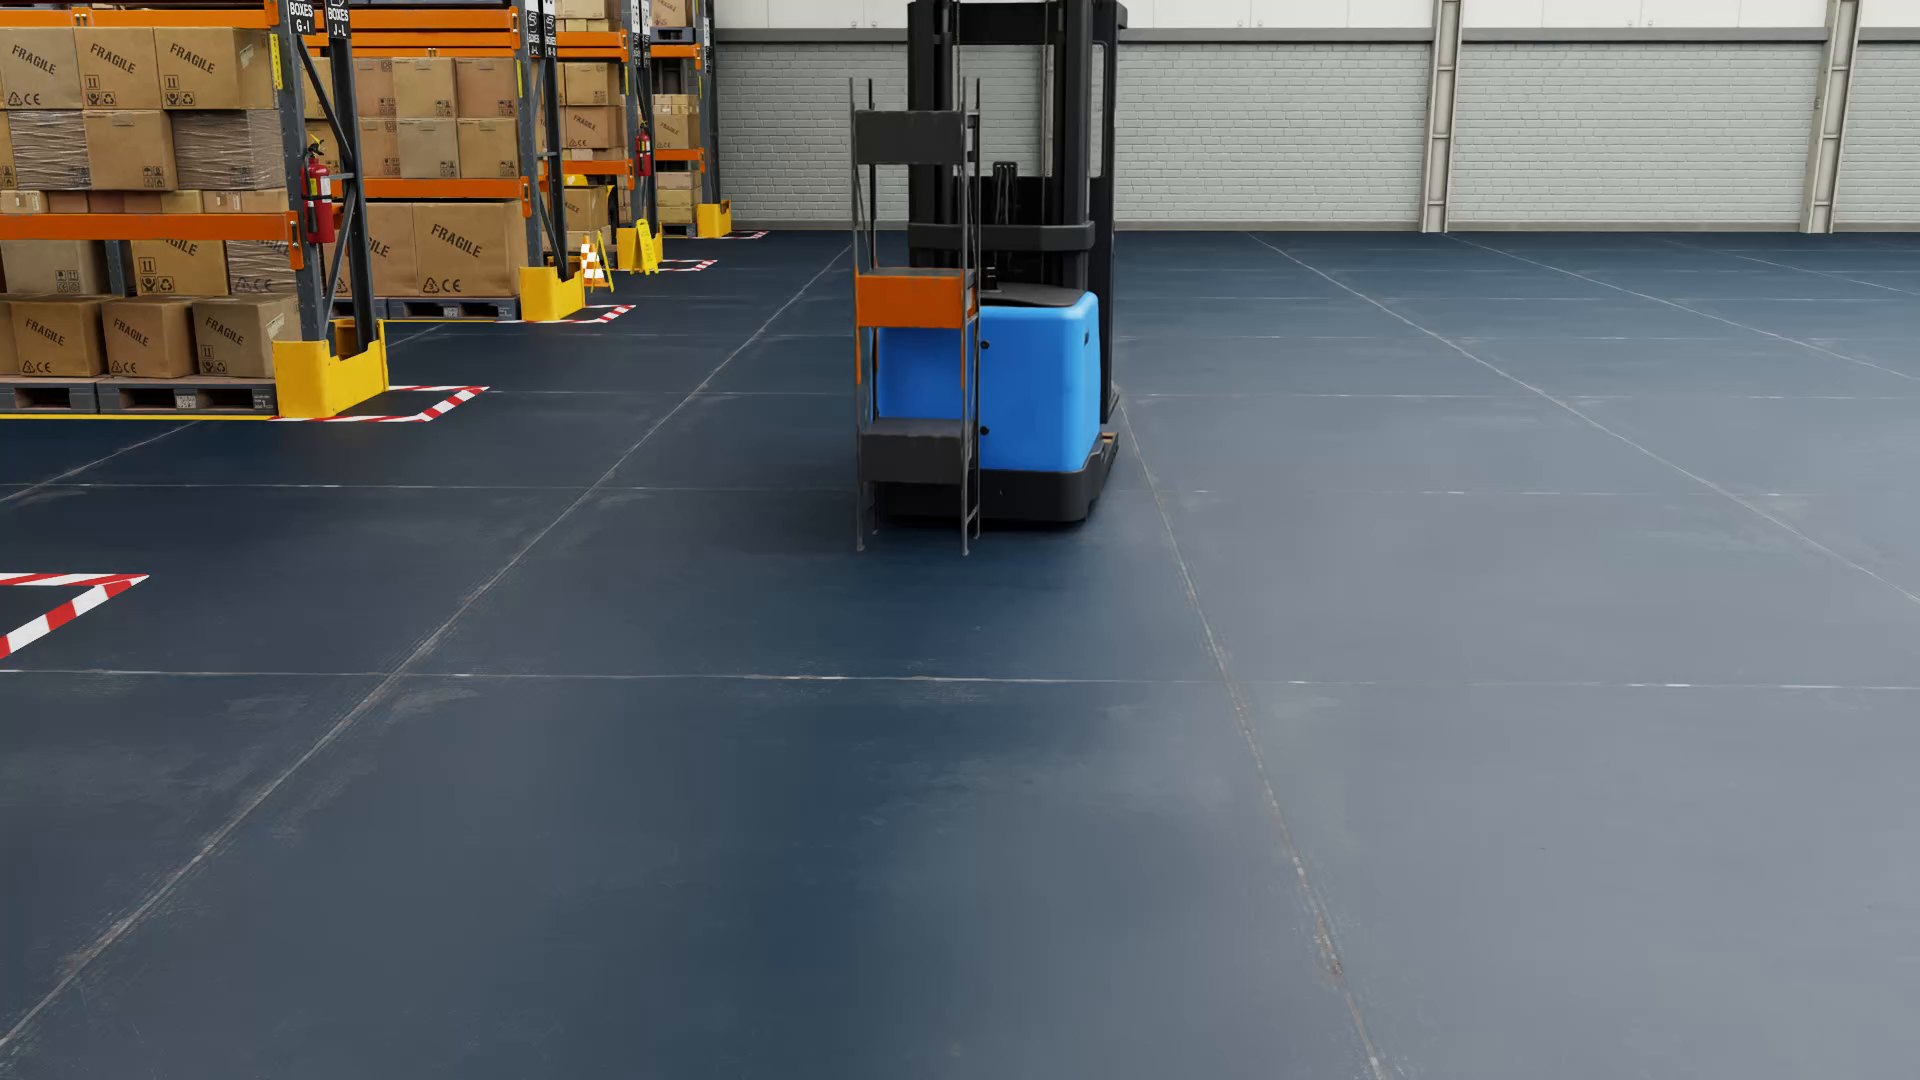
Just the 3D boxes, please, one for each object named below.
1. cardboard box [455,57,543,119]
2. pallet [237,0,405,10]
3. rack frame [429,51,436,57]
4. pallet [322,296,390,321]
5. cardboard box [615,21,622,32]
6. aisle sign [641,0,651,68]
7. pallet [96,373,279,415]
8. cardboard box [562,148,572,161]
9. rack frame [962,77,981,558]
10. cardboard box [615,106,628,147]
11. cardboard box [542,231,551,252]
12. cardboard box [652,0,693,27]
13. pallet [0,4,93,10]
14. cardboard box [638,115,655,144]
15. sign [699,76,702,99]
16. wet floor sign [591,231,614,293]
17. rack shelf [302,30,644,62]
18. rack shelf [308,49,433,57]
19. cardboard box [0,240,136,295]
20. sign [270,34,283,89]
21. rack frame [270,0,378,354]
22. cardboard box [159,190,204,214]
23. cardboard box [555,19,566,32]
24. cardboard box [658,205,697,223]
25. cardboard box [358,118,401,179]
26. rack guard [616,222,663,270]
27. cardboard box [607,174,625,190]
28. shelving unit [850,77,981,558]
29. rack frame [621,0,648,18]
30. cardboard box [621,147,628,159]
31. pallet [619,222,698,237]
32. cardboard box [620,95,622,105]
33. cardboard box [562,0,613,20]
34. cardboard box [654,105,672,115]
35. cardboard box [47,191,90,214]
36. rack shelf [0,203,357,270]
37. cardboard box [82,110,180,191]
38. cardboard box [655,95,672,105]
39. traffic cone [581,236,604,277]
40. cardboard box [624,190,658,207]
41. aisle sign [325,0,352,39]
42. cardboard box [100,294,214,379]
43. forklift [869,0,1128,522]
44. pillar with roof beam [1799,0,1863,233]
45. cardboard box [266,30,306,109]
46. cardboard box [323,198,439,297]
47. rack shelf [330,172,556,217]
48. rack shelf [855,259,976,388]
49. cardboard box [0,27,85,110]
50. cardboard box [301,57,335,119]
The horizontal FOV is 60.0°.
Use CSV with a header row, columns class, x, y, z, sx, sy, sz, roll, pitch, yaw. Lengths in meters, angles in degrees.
class,x,y,z,sx,sy,sz,roll,pitch,yaw
cardboard box,-4.345,-4.264,15.712,0.550,0.550,0.875,0,15,1
pallet,-5.940,-5.074,15.487,1.213,0.211,1.003,0,15,1
rack frame,-7.826,-6.212,25.506,0.127,3.000,1.000,0,15,1
pallet,-5.993,-2.303,16.155,1.213,0.211,1.003,0,15,1
cardboard box,-4.273,-6.334,20.581,0.250,0.149,0.380,0,15,1
aisle sign,-3.880,-6.256,20.576,0.004,0.787,0.394,0,15,1
pallet,-5.090,-1.060,11.442,1.213,0.211,1.003,0,15,1
cardboard box,-4.841,-4.727,20.370,0.250,0.149,0.380,0,15,0
rack frame,0.051,-0.986,7.460,0.015,2.100,0.400,2,15,9
cardboard box,-4.416,-5.186,20.839,0.500,0.500,0.500,0,15,1
cardboard box,-5.283,-3.736,20.687,0.500,0.250,0.500,0,15,2
cardboard box,-4.276,-7.877,24.721,0.500,0.500,0.500,1,15,3
pallet,-8.892,-5.035,15.538,1.217,0.209,0.805,0,15,-1
cardboard box,-4.844,-6.177,25.175,0.500,0.500,0.500,1,15,3
sign,-3.855,-6.722,24.705,0.005,0.325,0.100,0,15,1
wet floor sign,-3.896,-3.024,18.036,0.232,0.644,0.267,-2,15,-8
rack shelf,-5.949,-6.036,20.368,4.000,0.370,1.077,0,15,1
rack shelf,-9.825,-7.328,25.265,4.000,0.370,1.077,0,15,1
cardboard box,-8.597,-2.780,16.083,0.750,0.750,1.050,0,15,1
sign,-4.237,-2.964,10.307,0.005,0.325,0.100,0,15,1
rack frame,-4.203,-2.393,11.031,0.127,3.000,1.000,0,15,1
cardboard box,-4.994,-2.211,10.833,0.250,0.149,0.380,0,15,1
cardboard box,-4.828,-6.184,20.011,0.250,0.149,0.380,1,15,3
cardboard box,-4.305,-4.982,25.411,0.500,0.250,0.500,0,15,2
cardboard box,-5.454,-3.754,15.896,0.550,0.550,0.875,0,15,1
rack guard,-4.026,-3.712,20.930,0.348,0.500,1.175,0,15,1
cardboard box,-5.310,-5.469,25.297,0.500,0.250,0.500,1,15,2
shelving unit,-0.189,-0.996,7.499,0.503,2.100,0.431,2,15,9
rack frame,-3.950,-7.821,19.844,0.127,3.000,1.000,0,15,1
cardboard box,-4.284,-4.854,20.850,0.250,0.149,0.380,0,15,2
pallet,-4.592,-4.832,25.742,1.213,0.211,1.003,0,15,1
cardboard box,-5.210,-6.623,25.013,0.250,0.149,0.380,1,15,3
cardboard box,-4.468,-6.377,19.960,0.500,0.250,0.500,0,15,1
cardboard box,-4.437,-6.473,25.027,0.250,0.149,0.380,1,15,2
cardboard box,-5.743,-2.225,10.885,0.250,0.149,0.380,0,15,1
rack shelf,-6.202,-2.058,11.172,4.000,0.370,1.077,0,15,1
cardboard box,-5.255,-2.569,10.916,0.500,0.500,0.875,0,15,1
cardboard box,-4.438,-6.634,25.055,0.250,0.149,0.380,0,15,2
traffic cone,-4.413,-3.368,19.697,0.334,0.463,0.336,0,15,1
cardboard box,-4.823,-5.231,25.374,0.500,0.250,0.500,0,15,1
aisle sign,-4.133,-3.726,10.987,0.004,0.787,0.394,0,15,1
cardboard box,-5.425,-1.391,11.309,0.500,0.500,0.500,4,15,16
forklift,0.311,-1.832,9.038,1.130,2.935,3.031,2,15,9
pillar with roof beam,13.384,-8.106,20.925,0.400,9.000,9.100,0,15,1
cardboard box,-4.746,-3.142,11.129,0.500,0.500,0.500,0,15,1
cardboard box,-5.535,-2.826,16.012,0.875,0.875,0.875,0,15,1
rack shelf,-5.975,-3.323,15.963,4.000,0.370,1.077,0,15,1
rack shelf,-0.189,-0.983,7.503,0.480,0.518,0.431,2,15,9
cardboard box,-5.759,-3.015,10.649,0.500,0.500,0.500,0,15,1
cardboard box,-5.987,-4.253,15.669,0.500,0.550,0.875,0,15,1
